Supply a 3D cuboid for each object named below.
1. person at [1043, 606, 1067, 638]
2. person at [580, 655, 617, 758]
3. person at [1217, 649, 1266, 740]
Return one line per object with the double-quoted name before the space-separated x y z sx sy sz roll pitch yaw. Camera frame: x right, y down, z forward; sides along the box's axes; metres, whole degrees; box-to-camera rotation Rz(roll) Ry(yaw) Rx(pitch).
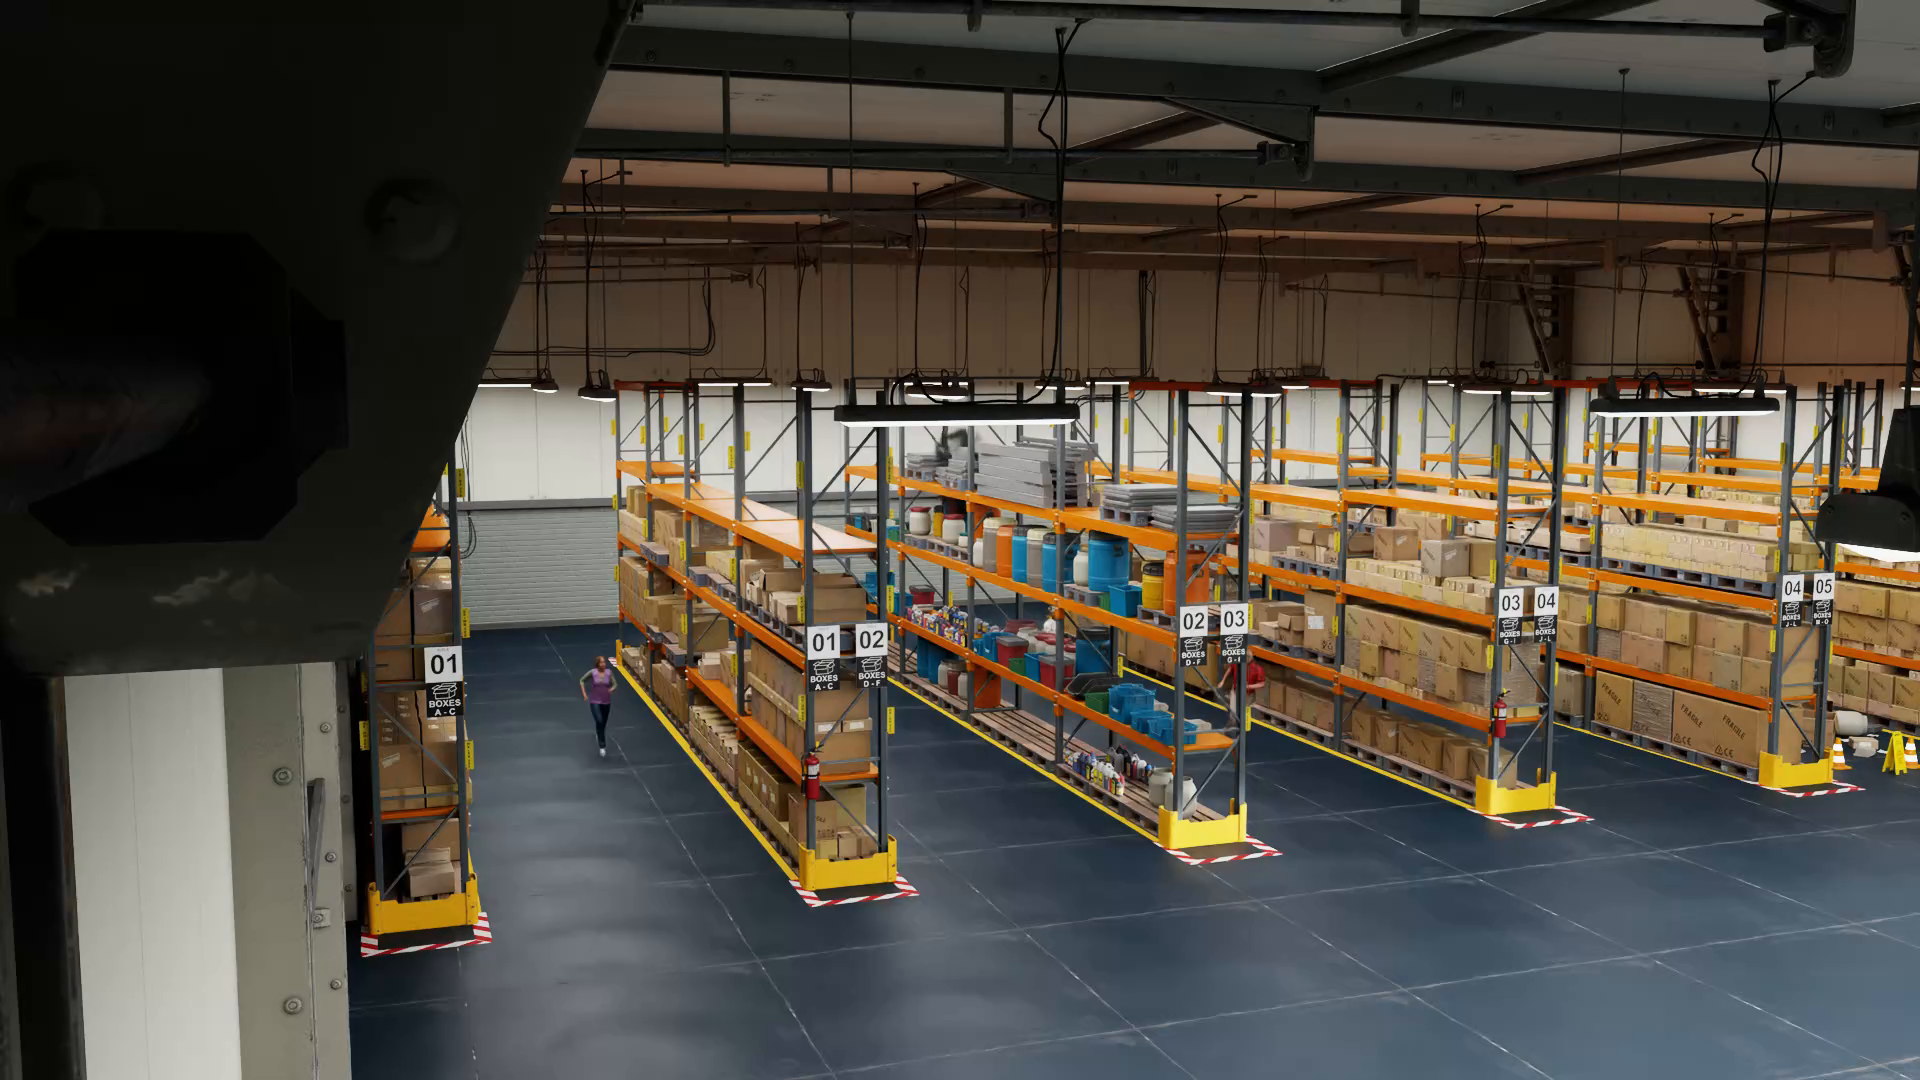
"person" 1.804 2.114 31.953 0.561 1.753 0.845 -4 7 -30
"person" -5.888 2.668 27.127 0.571 1.621 0.869 -3 7 -26
"person" 4.642 2.608 27.490 0.798 1.672 0.715 1 6 12
